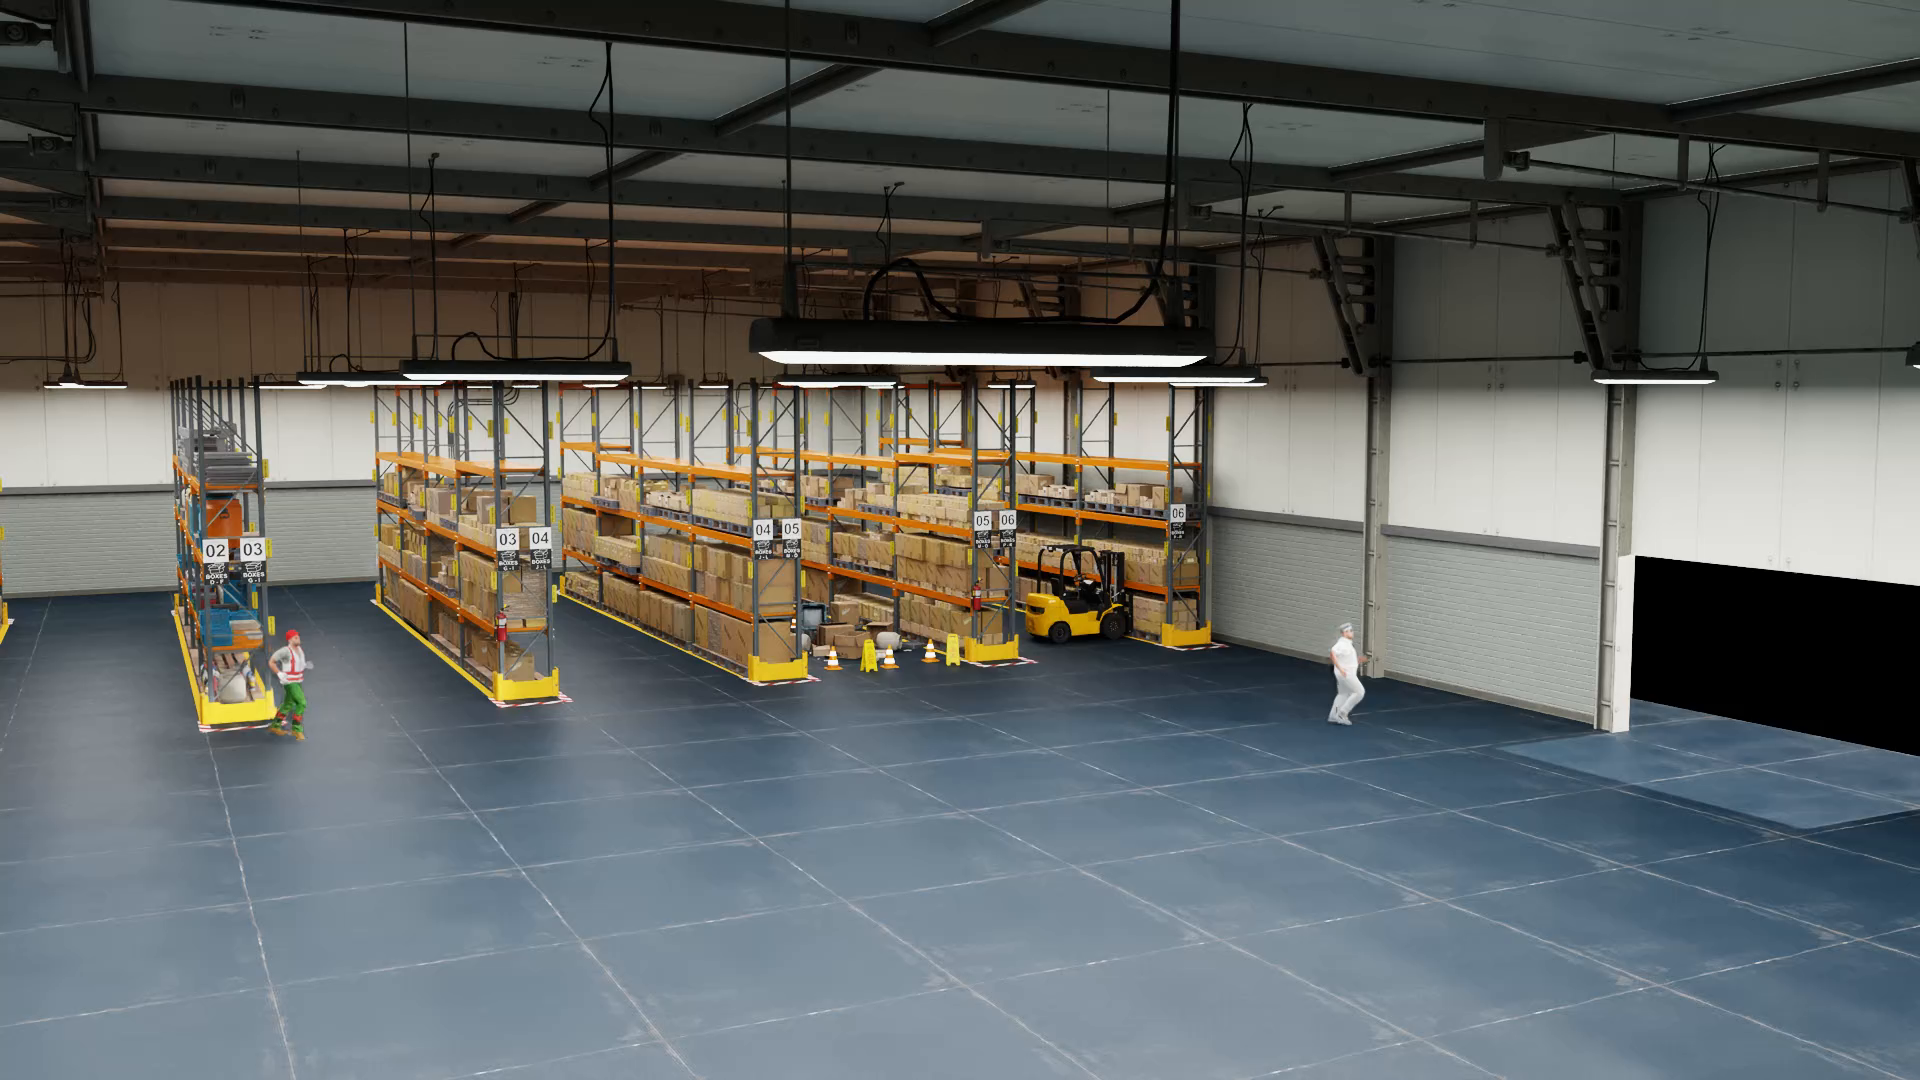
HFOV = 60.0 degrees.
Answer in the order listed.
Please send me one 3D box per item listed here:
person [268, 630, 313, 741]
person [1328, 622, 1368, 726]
[{"bbox_3d":[-11.060,2.397,27.493,0.726,1.848,0.664,1,5,8],"label":"person"},{"bbox_3d":[6.677,2.301,28.598,0.653,1.773,0.652,1,5,9],"label":"person"}]
